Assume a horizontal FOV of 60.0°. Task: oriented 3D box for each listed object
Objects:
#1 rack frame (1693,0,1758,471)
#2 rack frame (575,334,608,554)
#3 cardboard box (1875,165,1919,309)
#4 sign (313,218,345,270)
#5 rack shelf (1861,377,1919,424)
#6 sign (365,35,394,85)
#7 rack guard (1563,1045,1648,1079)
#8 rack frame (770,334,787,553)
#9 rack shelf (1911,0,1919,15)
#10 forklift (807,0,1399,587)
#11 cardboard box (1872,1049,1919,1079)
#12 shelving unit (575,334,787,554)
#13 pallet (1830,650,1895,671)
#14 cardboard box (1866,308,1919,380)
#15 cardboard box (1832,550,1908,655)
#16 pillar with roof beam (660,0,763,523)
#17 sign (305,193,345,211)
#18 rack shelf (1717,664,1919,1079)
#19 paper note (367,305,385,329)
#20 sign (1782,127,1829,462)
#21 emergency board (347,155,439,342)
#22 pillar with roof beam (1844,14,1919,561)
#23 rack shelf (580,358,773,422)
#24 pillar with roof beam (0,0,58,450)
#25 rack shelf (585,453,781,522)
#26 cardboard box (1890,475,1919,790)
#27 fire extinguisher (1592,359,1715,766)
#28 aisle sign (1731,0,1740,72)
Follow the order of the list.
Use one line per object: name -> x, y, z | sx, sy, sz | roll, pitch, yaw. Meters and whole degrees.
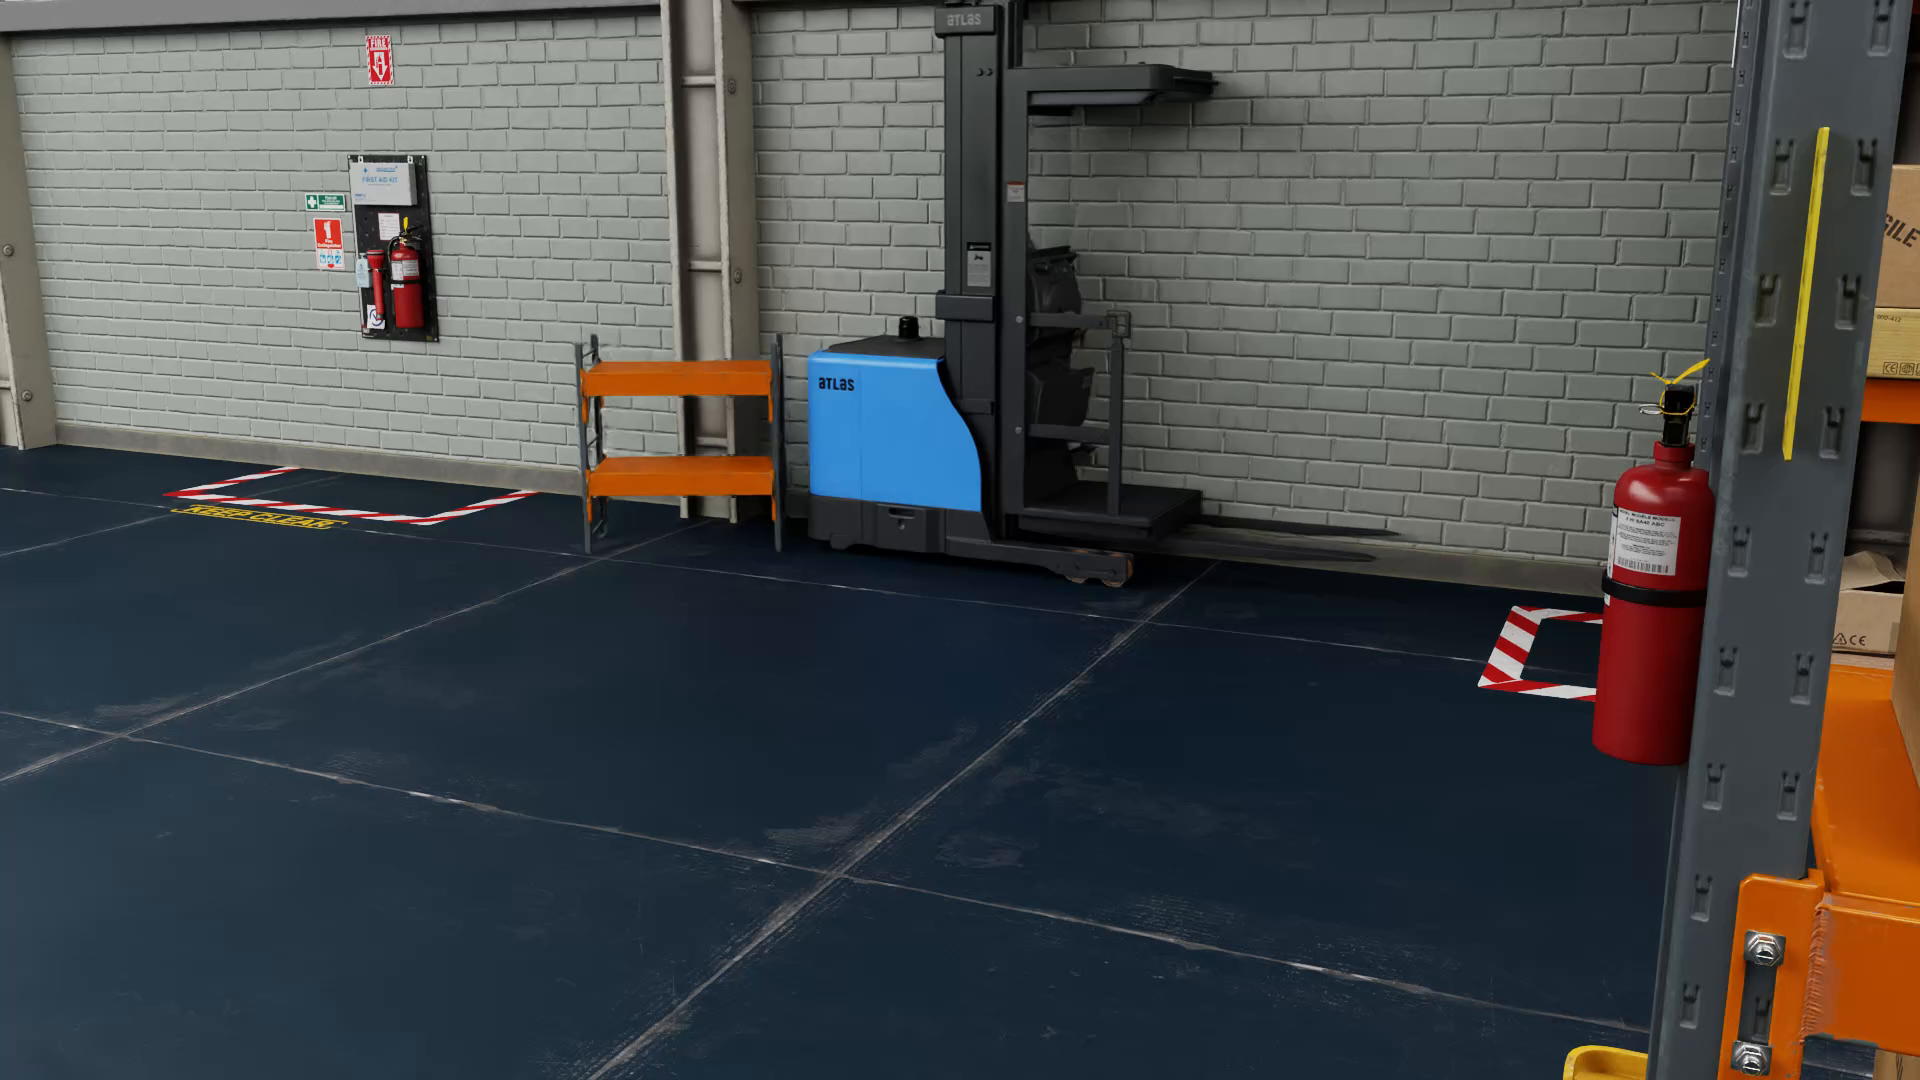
rack frame -> 3.083, -0.937, 6.684 | 0.127, 3.000, 1.000 | 6, 14, 23
rack frame -> -2.004, -0.529, 9.047 | 0.032, 1.125, 0.500 | 0, 13, -2
cardboard box -> 3.398, -1.132, 6.157 | 0.500, 0.500, 0.500 | 6, 14, 23
sign -> -4.120, -1.935, 10.858 | 0.234, 0.329, 0.001 | 6, 14, 23
rack shelf -> 4.912, -0.402, 5.977 | 4.000, 0.370, 1.077 | 6, 14, 23
sign -> -3.623, -2.995, 10.379 | 0.199, 0.298, 0.001 | 6, 14, 23
rack guard -> 1.058, 1.312, 2.568 | 0.348, 0.500, 1.175 | 6, 14, 23
rack frame -> -0.988, -0.537, 9.079 | 0.032, 1.125, 0.500 | 0, 13, -2
rack shelf -> 4.912, -1.862, 5.635 | 4.000, 0.370, 1.077 | 6, 14, 23
forklift -> 0.732, -1.331, 8.511 | 3.031, 2.935, 1.130 | 6, 15, 24
cardboard box -> 1.691, 0.854, 2.507 | 0.500, 0.500, 0.500 | 6, 14, 23
shelving unit -> -1.496, -0.533, 9.063 | 1.048, 1.125, 0.538 | 0, 13, -2
pallet -> 3.881, 0.510, 6.621 | 1.213, 0.211, 1.003 | 6, 14, 23
cardboard box -> 3.401, -0.763, 6.224 | 0.500, 0.250, 0.500 | 5, 14, 22
cardboard box -> 3.679, 0.240, 6.588 | 0.500, 0.311, 0.500 | 4, 14, 17
pillar with roof beam -> -3.156, -3.630, 5.026 | 0.400, 9.000, 9.100 | 6, 14, 23
sign -> -4.119, -2.191, 10.788 | 0.331, 0.109, 0.001 | 6, 14, 23
rack shelf -> 2.909, 0.633, 1.566 | 4.000, 0.370, 1.077 | 6, 14, 23
paper note -> -3.790, -1.447, 10.784 | 0.142, 0.148, 0.016 | 6, 14, 23
sign -> 0.850, -0.247, 1.673 | 0.005, 0.325, 0.100 | 6, 14, 23
emergency board -> -3.656, -1.845, 10.552 | 0.643, 1.169, 0.194 | 6, 14, 23
pillar with roof beam -> 2.330, -3.075, 2.660 | 0.400, 9.000, 9.100 | 6, 14, 23
rack shelf -> -1.496, -0.818, 8.997 | 1.000, 0.278, 0.538 | 0, 13, -2
pillar with roof beam -> -8.642, -4.185, 7.392 | 0.400, 9.000, 9.100 | 6, 14, 23
rack shelf -> -1.496, -0.295, 9.119 | 1.000, 0.278, 0.538 | 0, 13, -2
cardboard box -> 1.502, 0.095, 2.066 | 0.500, 0.500, 0.700 | 6, 14, 23
fire extinguisher -> 1.160, 0.027, 2.742 | 0.183, 0.674, 0.296 | 6, 14, 23
aisle sign -> 2.896, -2.147, 6.148 | 0.004, 0.787, 0.394 | 6, 14, 23
